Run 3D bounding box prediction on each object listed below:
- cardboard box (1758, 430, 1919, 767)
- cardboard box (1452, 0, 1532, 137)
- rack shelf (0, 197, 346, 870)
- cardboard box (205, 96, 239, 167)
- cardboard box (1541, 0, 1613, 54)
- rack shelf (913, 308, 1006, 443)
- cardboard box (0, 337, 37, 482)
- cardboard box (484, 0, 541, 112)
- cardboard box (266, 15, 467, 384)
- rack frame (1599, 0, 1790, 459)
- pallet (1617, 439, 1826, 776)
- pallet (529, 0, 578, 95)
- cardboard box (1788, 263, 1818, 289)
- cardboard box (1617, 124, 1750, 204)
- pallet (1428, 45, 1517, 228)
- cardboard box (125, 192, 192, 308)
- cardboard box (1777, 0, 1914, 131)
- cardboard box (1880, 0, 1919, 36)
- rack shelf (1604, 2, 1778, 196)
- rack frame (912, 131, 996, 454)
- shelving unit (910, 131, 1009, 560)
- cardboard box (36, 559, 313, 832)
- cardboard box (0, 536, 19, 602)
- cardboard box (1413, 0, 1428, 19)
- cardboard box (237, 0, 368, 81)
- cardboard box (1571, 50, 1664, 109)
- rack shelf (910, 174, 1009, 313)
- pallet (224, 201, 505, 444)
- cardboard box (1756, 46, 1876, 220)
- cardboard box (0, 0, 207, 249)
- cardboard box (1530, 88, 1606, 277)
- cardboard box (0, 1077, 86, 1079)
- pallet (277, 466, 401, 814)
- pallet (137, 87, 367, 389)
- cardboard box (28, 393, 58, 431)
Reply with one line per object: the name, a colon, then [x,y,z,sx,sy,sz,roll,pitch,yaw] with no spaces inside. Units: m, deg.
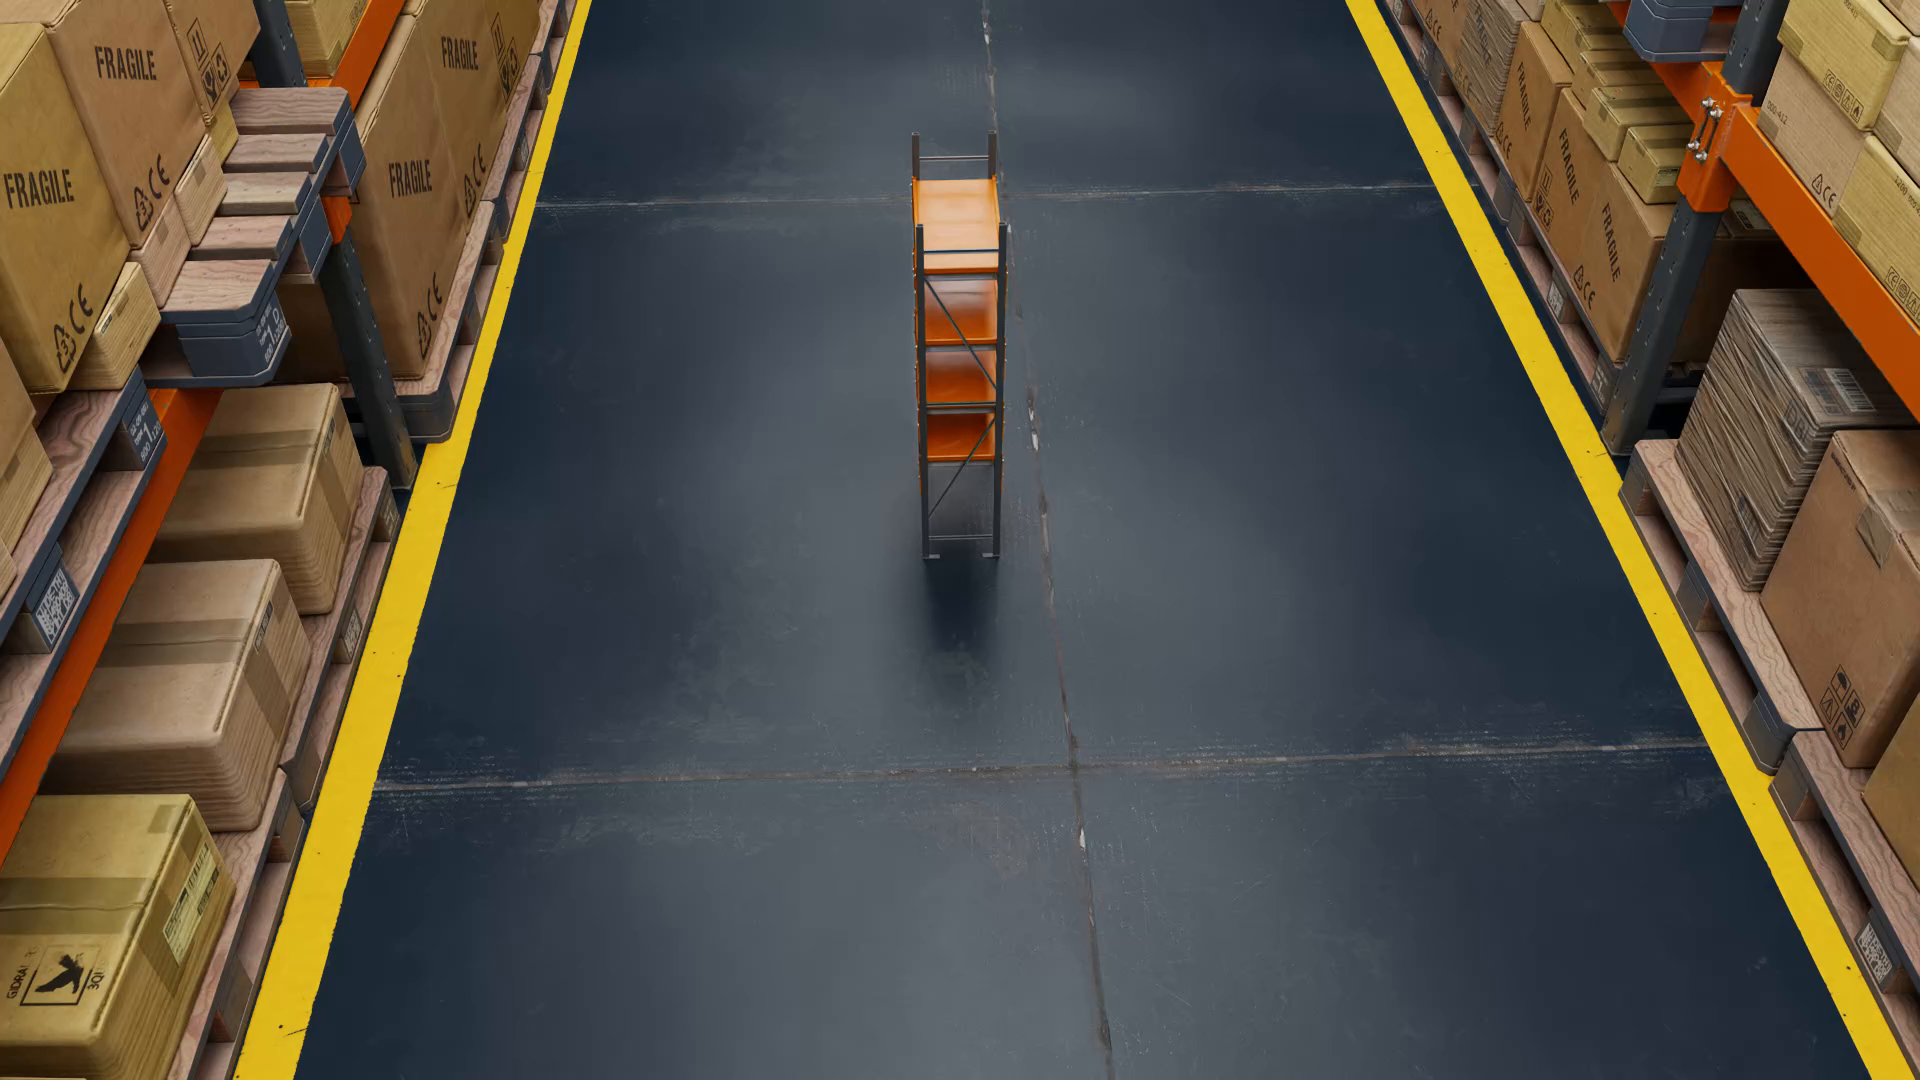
cardboard box: [2.717,0.148,4.315,0.875,0.625,0.625,0,43,0]
cardboard box: [2.359,-1.989,6.739,0.500,0.500,0.500,-3,43,-3]
rack shelf: [-2.206,0.326,3.207,1.077,0.370,4.000,-2,43,-2]
cardboard box: [-1.958,-0.958,3.951,0.380,0.149,0.250,-1,43,-1]
cardboard box: [2.408,-1.943,6.209,0.380,0.149,0.250,-2,43,-2]
rack shelf: [-0.007,-0.504,5.012,0.258,0.148,0.480,-2,43,-2]
cardboard box: [-1.916,-0.234,2.680,0.500,0.500,0.500,-3,43,-4]
cardboard box: [-2.308,-2.336,6.840,0.875,0.875,0.875,-1,43,-1]
cardboard box: [-2.237,-1.130,5.524,0.875,0.875,0.875,-2,43,-2]
rack frame: [2.668,-1.434,4.595,1.000,3.000,0.127,-2,43,-2]
pallet: [2.664,0.150,4.930,1.003,0.211,1.213,-2,43,-2]
pallet: [-2.353,-2.443,7.759,1.003,0.211,1.213,-2,43,-2]
cardboard box: [2.930,-0.960,5.617,0.500,0.500,0.500,0,43,0]
cardboard box: [2.394,-1.233,5.434,0.380,0.149,0.250,-4,43,-4]
pallet: [2.625,-1.733,6.985,1.003,0.211,1.213,-2,43,-2]
cardboard box: [-1.900,-0.619,3.581,0.380,0.149,0.250,-4,43,-4]
cardboard box: [2.418,-1.256,4.142,0.500,0.250,0.500,-2,43,-2]
cardboard box: [2.400,-1.307,3.902,0.380,0.149,0.250,-1,43,-1]
rack shelf: [2.583,-2.519,6.311,1.077,0.370,4.000,-2,43,-2]
rack frame: [-0.017,-0.719,5.146,0.240,1.200,0.015,-2,43,-2]
shelving unit: [-0.007,-0.554,4.967,0.258,1.200,0.503,-2,43,-2]
cardboard box: [-2.237,0.404,4.223,0.950,0.372,0.625,-2,43,-3]
cardboard box: [-1.856,0.086,2.812,0.380,0.149,0.250,0,43,0]
cardboard box: [2.327,-2.676,7.489,0.500,0.500,0.500,-2,43,-2]
cardboard box: [-2.060,-1.572,4.856,0.500,0.250,0.500,-2,43,-3]
cardboard box: [2.385,-1.595,5.830,0.380,0.149,0.250,-3,43,-3]
rack shelf: [-0.007,-0.844,4.701,0.258,0.148,0.480,-2,43,-2]
pallet: [-2.249,-0.796,5.962,1.003,0.211,1.213,-2,43,-2]
cardboard box: [2.443,-1.073,4.311,0.500,0.250,0.500,-1,43,-2]
cardboard box: [-1.961,-0.943,3.454,0.500,0.500,0.500,-2,43,-2]
cardboard box: [2.425,-1.285,5.971,0.500,0.500,0.500,-2,43,-2]
cardboard box: [-2.180,1.385,3.153,0.950,0.372,0.625,1,43,1]
pallet: [-2.259,0.266,4.804,1.003,0.211,1.213,-2,43,-2]
pallet: [-2.154,-0.741,3.980,1.213,0.211,1.003,-2,43,-2]
cardboard box: [-1.990,-0.261,3.190,0.380,0.149,0.250,-1,43,-1]
